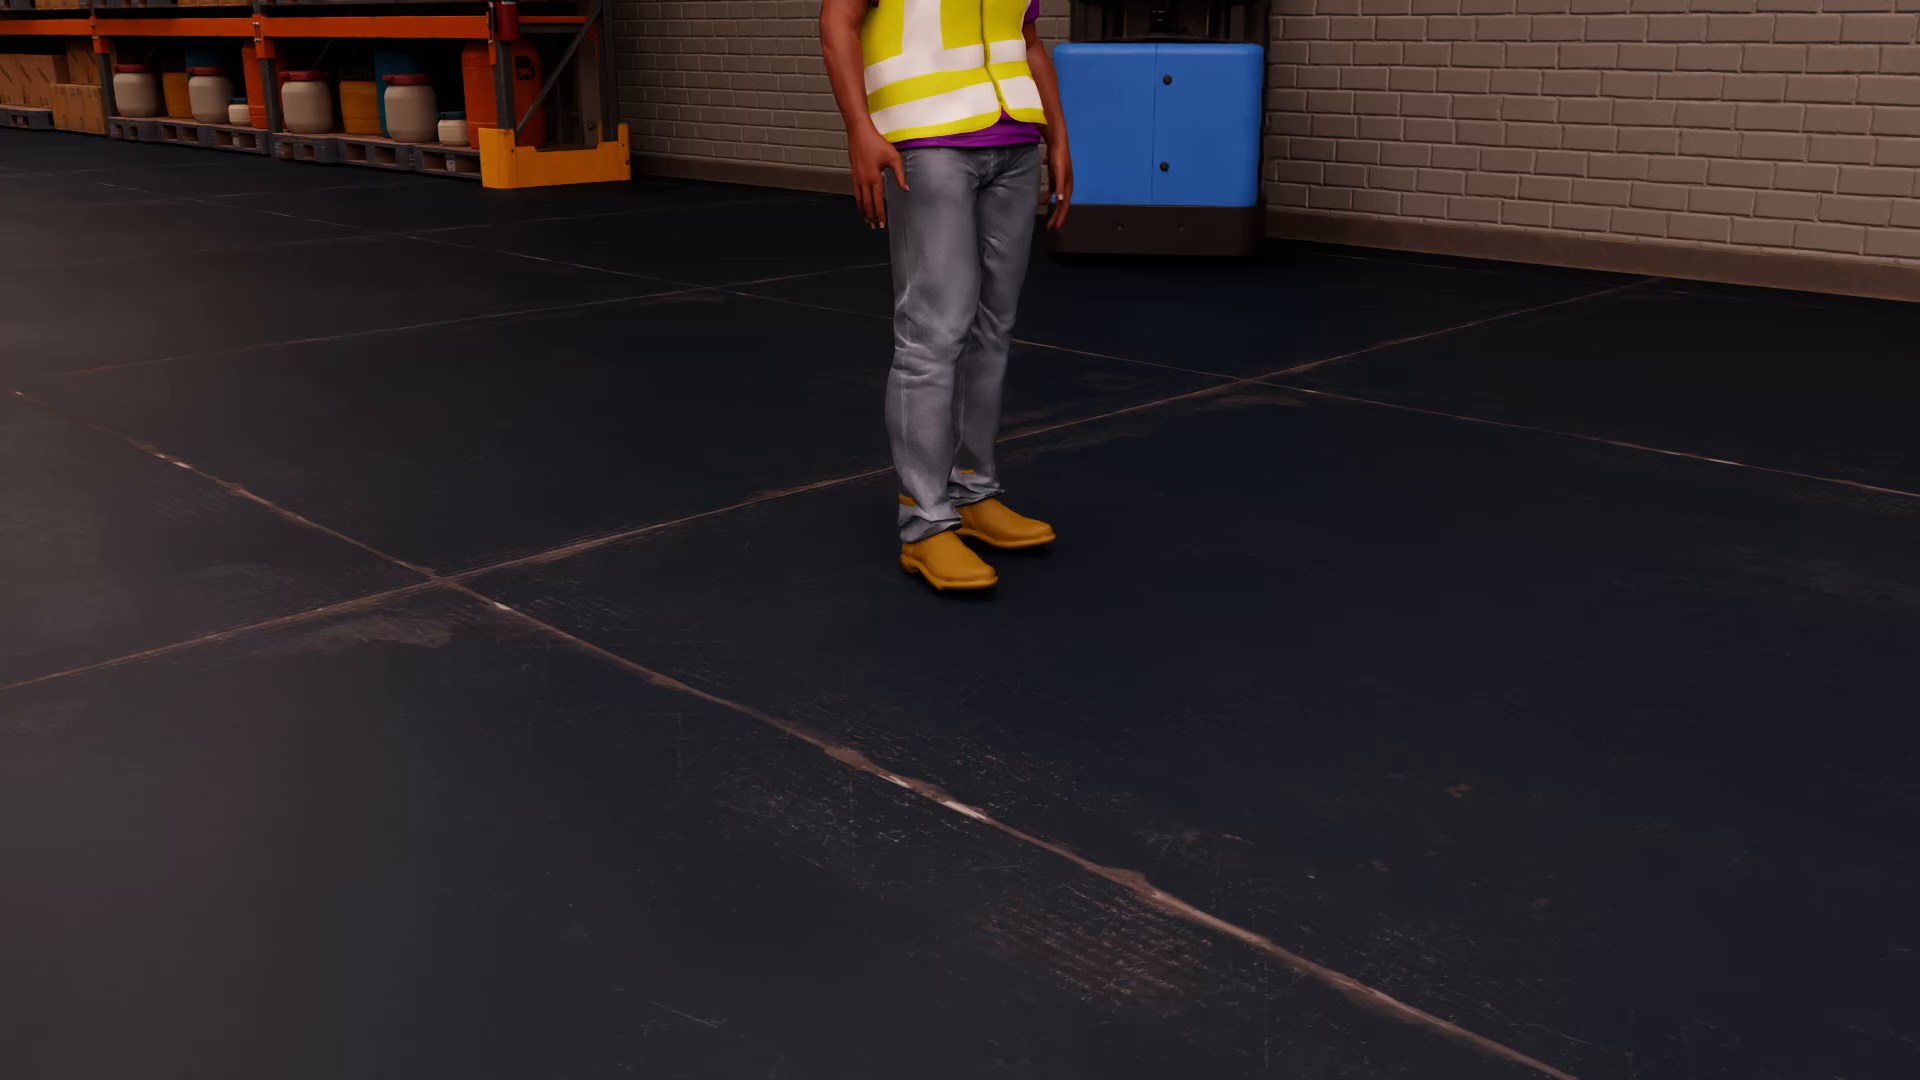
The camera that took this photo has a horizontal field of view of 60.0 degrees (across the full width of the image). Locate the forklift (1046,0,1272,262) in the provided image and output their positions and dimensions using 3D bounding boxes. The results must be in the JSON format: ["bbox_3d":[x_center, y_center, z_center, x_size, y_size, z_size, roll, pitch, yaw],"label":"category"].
[{"bbox_3d":[1.189,-3.184,9.249,1.130,2.935,3.031,3,17,9],"label":"forklift"}]

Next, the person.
[{"bbox_3d":[0.045,-0.835,3.581,0.576,1.765,0.665,16,23,42],"label":"person"}]
